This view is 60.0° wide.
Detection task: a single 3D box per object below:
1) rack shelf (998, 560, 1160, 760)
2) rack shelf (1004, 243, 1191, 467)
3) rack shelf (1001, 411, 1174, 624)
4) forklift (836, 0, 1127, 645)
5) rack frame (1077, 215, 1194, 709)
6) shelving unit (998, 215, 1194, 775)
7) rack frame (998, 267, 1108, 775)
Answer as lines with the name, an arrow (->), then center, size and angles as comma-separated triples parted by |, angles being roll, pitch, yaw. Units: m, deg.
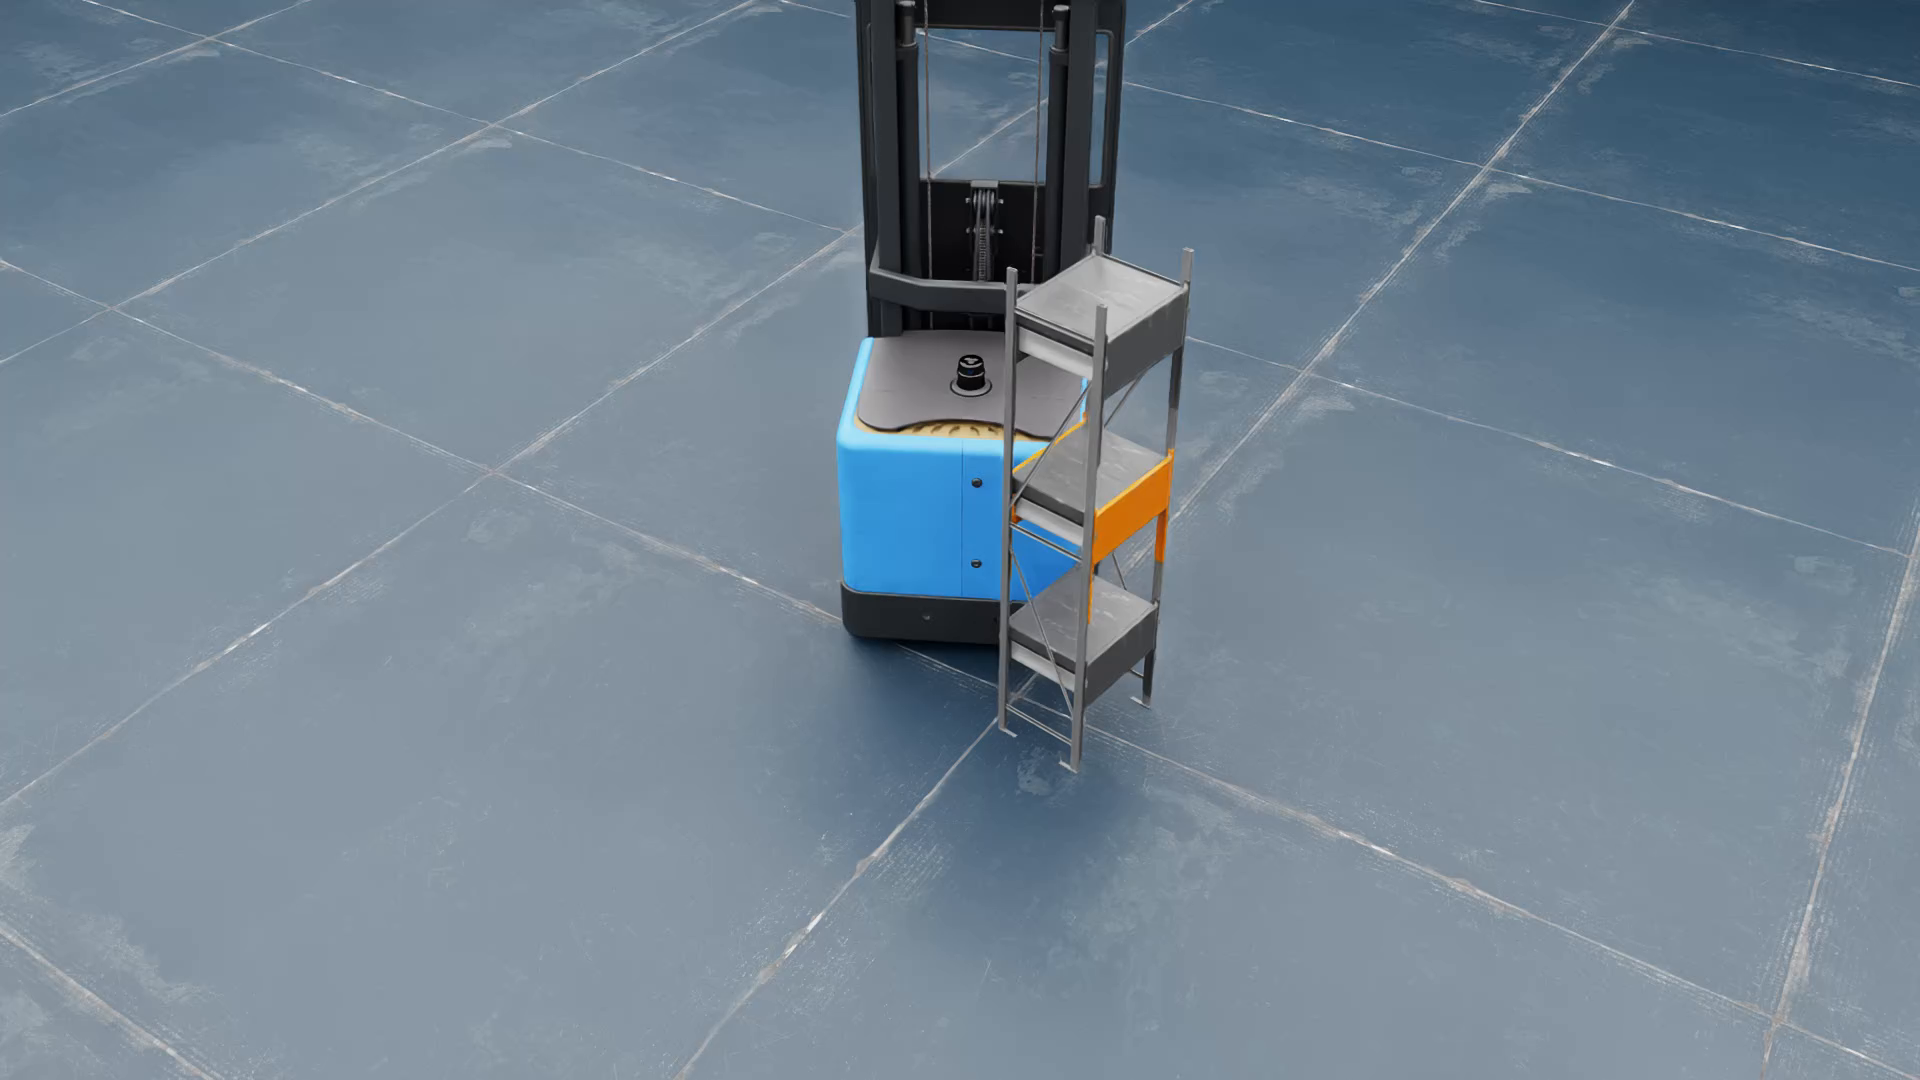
rack shelf -> 0.469, 0.464, 6.597 | 0.431, 0.518, 0.480 | 27, 45, 31
rack shelf -> 0.469, -0.644, 5.742 | 0.431, 0.518, 0.480 | 27, 45, 31
rack shelf -> 0.469, -0.090, 6.169 | 0.431, 0.518, 0.480 | 27, 45, 31
forklift -> 0.147, -1.588, 7.409 | 1.130, 2.935, 3.031 | 3, 38, 4
rack frame -> 0.626, -0.215, 6.309 | 0.400, 2.100, 0.015 | 27, 45, 31
shelving unit -> 0.469, -0.101, 6.161 | 0.431, 2.100, 0.503 | 27, 45, 31
rack frame -> 0.311, 0.013, 6.013 | 0.400, 2.100, 0.015 | 27, 45, 31
